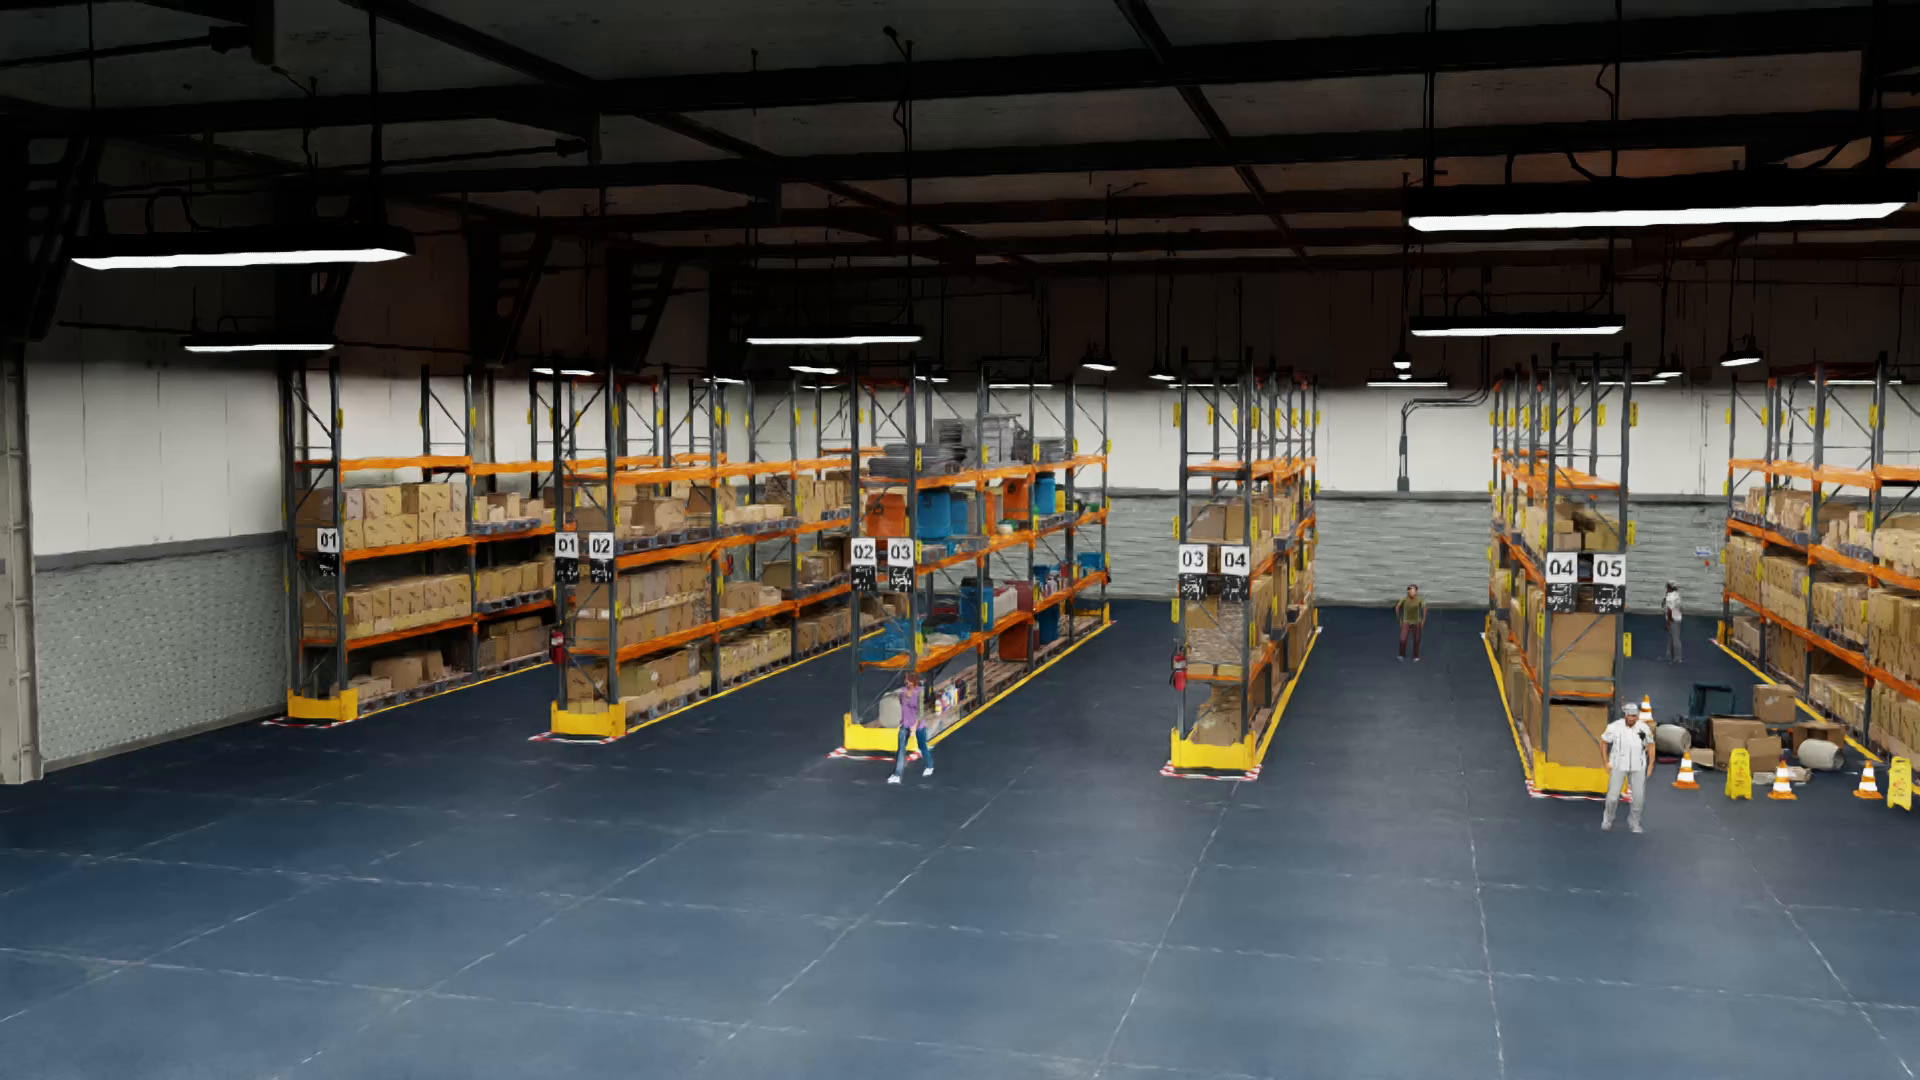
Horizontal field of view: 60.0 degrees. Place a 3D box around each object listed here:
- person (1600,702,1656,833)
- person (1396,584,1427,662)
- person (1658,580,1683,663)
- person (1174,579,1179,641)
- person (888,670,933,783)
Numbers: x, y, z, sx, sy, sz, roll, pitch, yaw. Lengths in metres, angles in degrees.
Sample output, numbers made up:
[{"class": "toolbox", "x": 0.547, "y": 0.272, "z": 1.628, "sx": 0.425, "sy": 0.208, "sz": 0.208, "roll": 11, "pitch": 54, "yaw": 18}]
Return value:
[{"class": "person", "x": 8.038, "y": 2.736, "z": 20.028, "sx": 0.626, "sy": 1.610, "sz": 0.578, "roll": 1, "pitch": 4, "yaw": 13}, {"class": "person", "x": 9.261, "y": 1.696, "z": 34.135, "sx": 0.598, "sy": 1.619, "sz": 0.507, "roll": 1, "pitch": 4, "yaw": 14}, {"class": "person", "x": 14.566, "y": 1.658, "z": 34.050, "sx": 0.529, "sy": 1.666, "sz": 0.565, "roll": 3, "pitch": 5, "yaw": 34}, {"class": "person", "x": 4.940, "y": 1.401, "z": 36.719, "sx": 0.557, "sy": 1.780, "sz": 0.639, "roll": 3, "pitch": 5, "yaw": 33}, {"class": "person", "x": -0.647, "y": 2.550, "z": 22.890, "sx": 0.407, "sy": 1.519, "sz": 0.962, "roll": 2, "pitch": 5, "yaw": 24}]
